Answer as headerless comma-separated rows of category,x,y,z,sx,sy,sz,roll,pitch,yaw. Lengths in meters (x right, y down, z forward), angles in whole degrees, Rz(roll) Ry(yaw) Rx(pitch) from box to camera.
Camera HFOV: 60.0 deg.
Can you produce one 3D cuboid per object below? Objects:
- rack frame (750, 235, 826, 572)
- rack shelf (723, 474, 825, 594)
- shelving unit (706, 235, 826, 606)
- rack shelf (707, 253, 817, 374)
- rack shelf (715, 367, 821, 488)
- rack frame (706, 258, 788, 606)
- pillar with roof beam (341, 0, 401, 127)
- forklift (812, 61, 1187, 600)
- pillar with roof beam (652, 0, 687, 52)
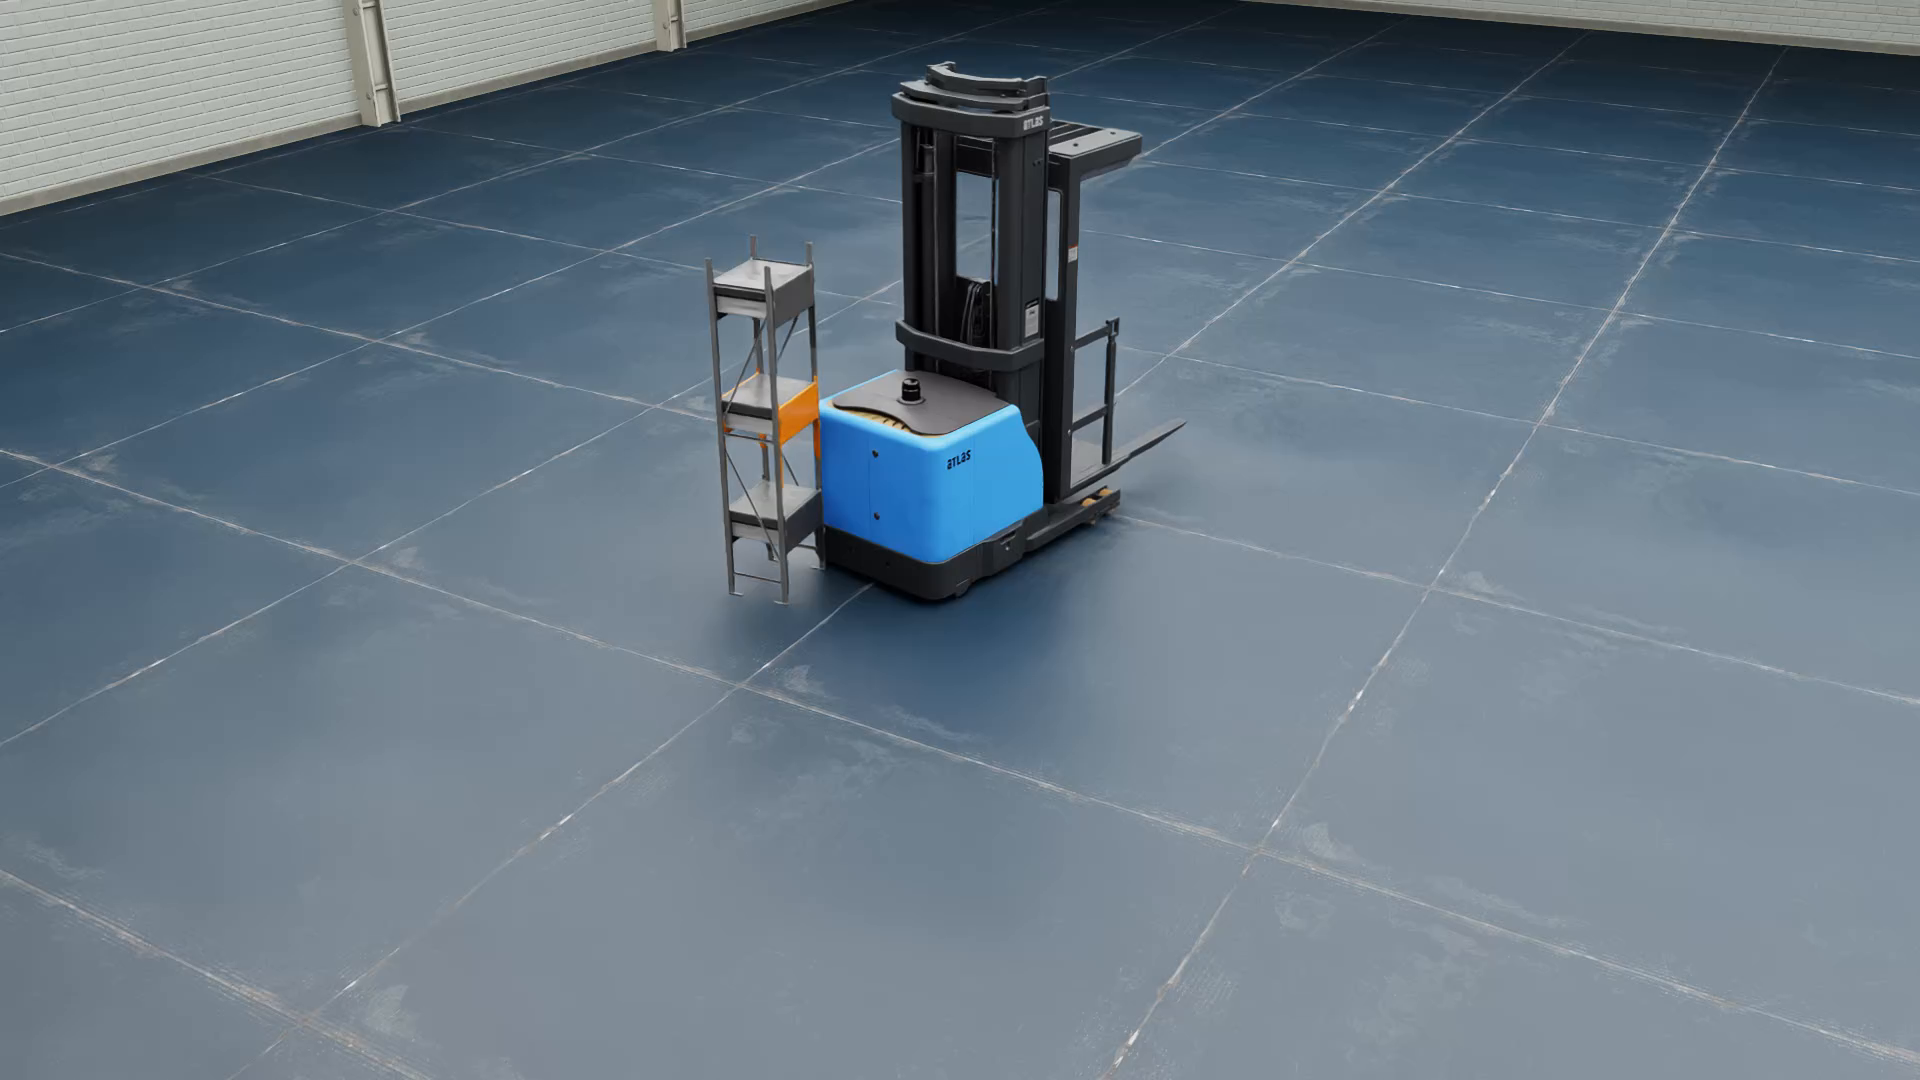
rack frame,-1.023,-0.780,9.962,0.400,2.100,0.015,11,29,21
rack shelf,-1.119,-0.041,10.080,0.431,0.518,0.480,11,29,21
shelving unit,-1.119,-0.679,9.761,0.431,2.100,0.503,11,29,21
rack shelf,-1.119,-1.293,9.454,0.431,0.518,0.480,11,29,21
rack shelf,-1.119,-0.667,9.767,0.431,0.518,0.480,11,29,21
rack frame,-1.215,-0.579,9.560,0.400,2.100,0.015,11,29,21
pillar with roof beam,-3.760,-8.491,17.660,9.100,9.000,0.400,14,30,26
forklift,0.415,-1.544,10.560,1.130,2.935,3.031,20,33,35
pillar with roof beam,-0.809,-10.830,22.331,9.100,9.000,0.400,14,30,26
